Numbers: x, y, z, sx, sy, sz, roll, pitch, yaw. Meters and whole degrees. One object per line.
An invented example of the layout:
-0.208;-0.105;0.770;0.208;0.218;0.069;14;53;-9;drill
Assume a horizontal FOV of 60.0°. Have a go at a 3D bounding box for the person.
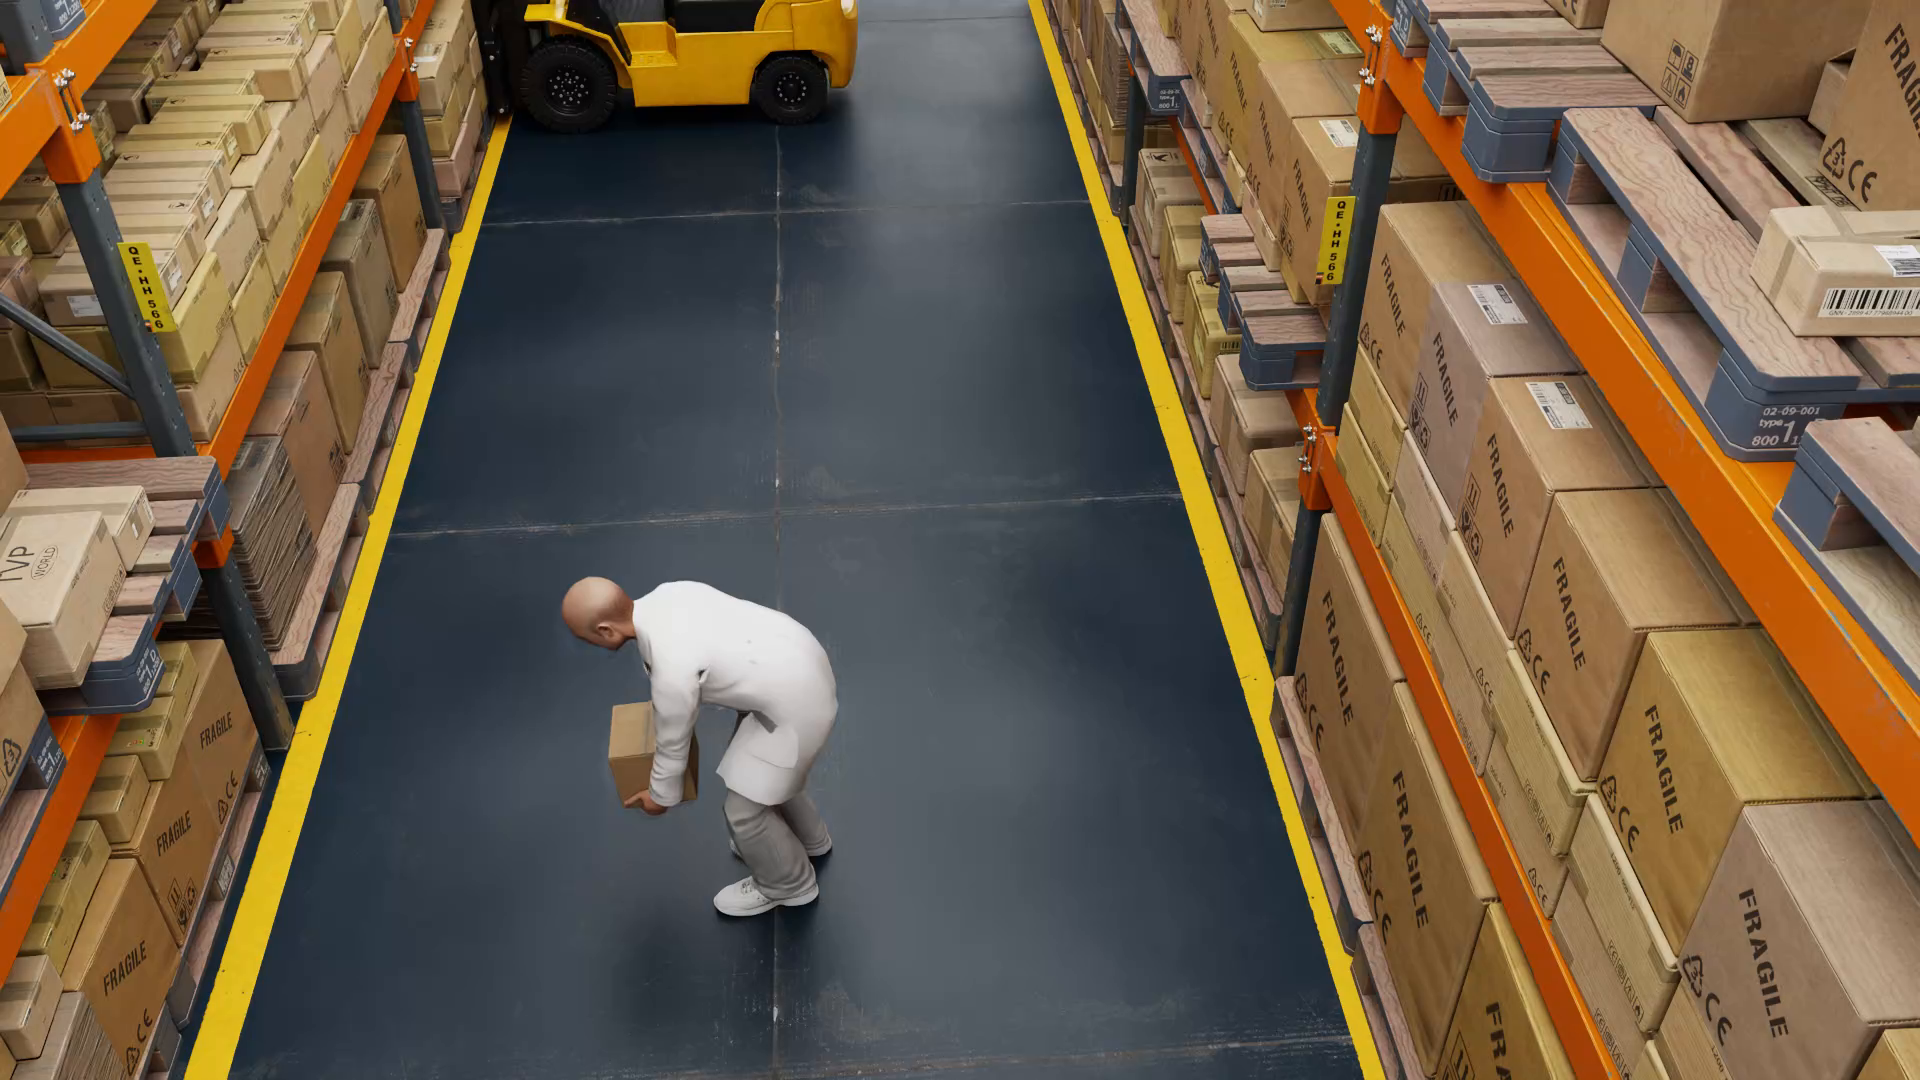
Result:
-0.822;0.669;5.595;0.834;1.448;0.550;-4;39;-5;person
